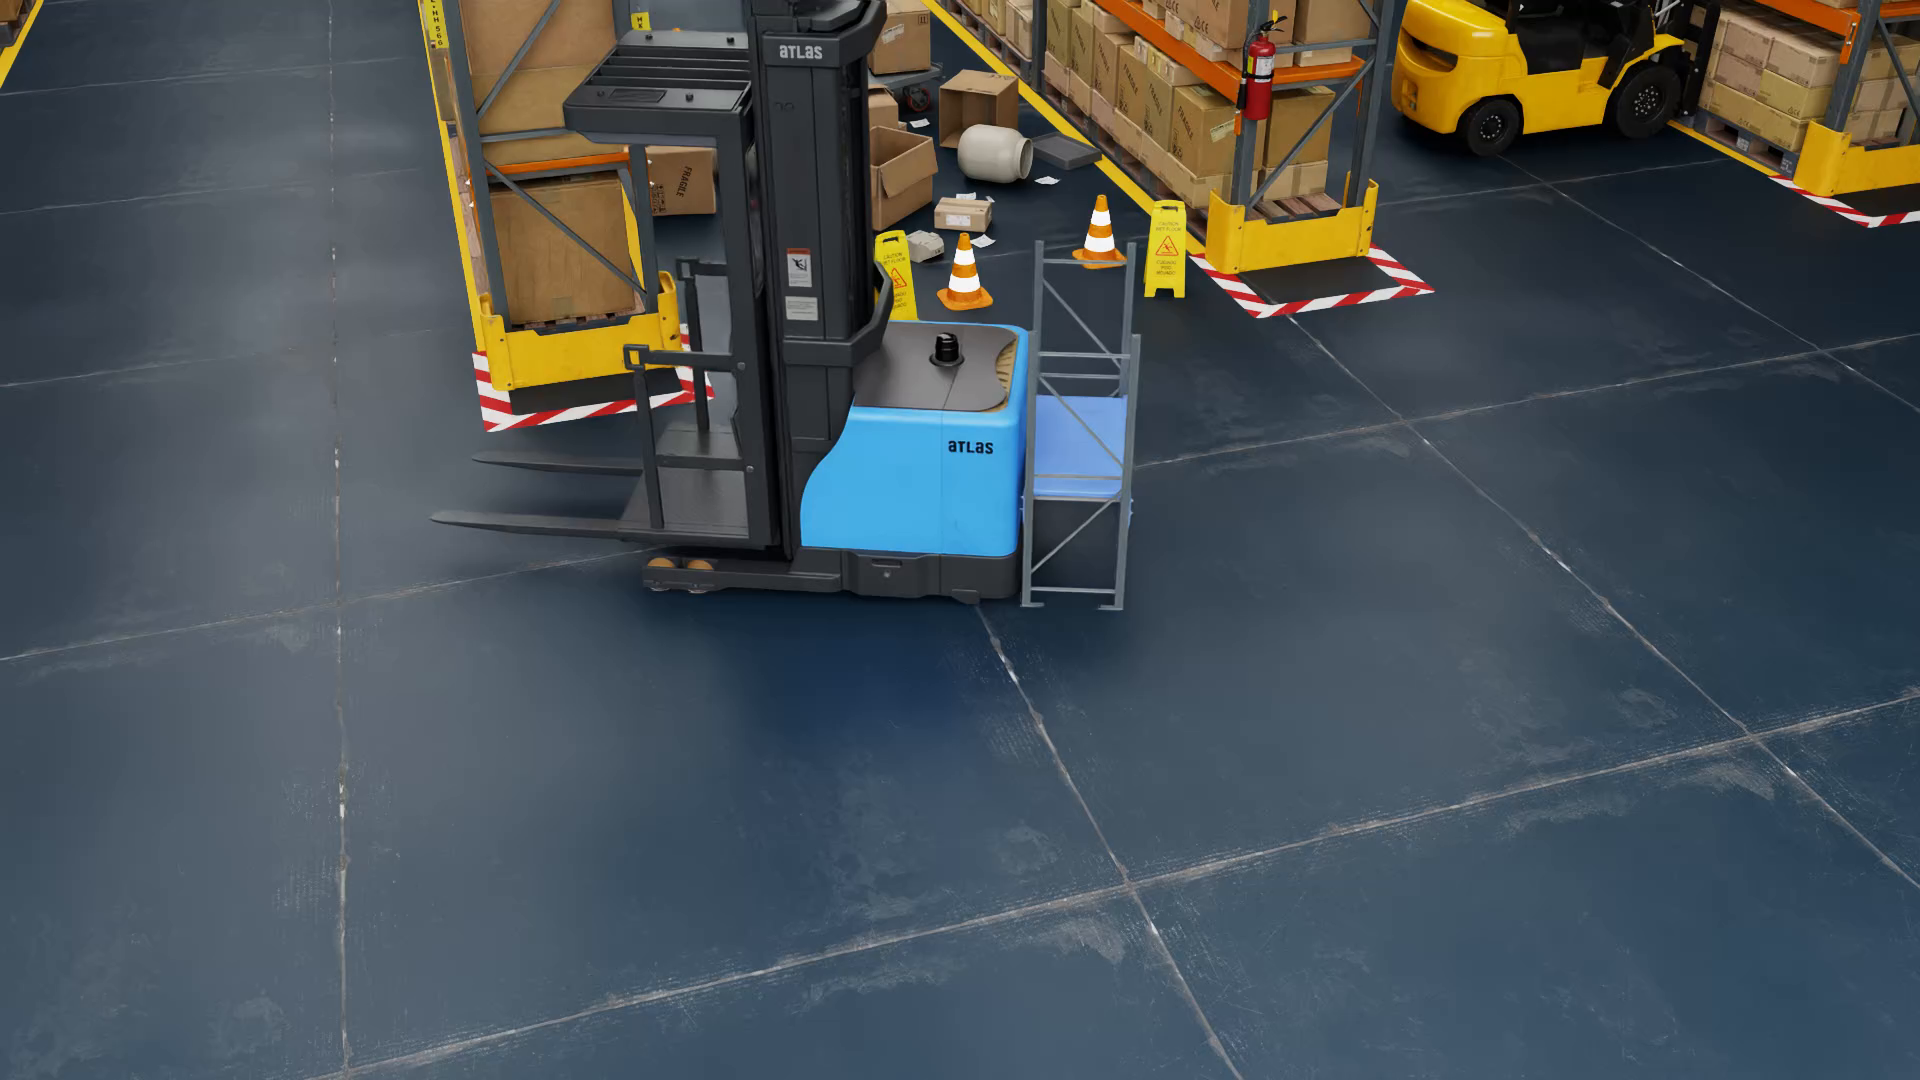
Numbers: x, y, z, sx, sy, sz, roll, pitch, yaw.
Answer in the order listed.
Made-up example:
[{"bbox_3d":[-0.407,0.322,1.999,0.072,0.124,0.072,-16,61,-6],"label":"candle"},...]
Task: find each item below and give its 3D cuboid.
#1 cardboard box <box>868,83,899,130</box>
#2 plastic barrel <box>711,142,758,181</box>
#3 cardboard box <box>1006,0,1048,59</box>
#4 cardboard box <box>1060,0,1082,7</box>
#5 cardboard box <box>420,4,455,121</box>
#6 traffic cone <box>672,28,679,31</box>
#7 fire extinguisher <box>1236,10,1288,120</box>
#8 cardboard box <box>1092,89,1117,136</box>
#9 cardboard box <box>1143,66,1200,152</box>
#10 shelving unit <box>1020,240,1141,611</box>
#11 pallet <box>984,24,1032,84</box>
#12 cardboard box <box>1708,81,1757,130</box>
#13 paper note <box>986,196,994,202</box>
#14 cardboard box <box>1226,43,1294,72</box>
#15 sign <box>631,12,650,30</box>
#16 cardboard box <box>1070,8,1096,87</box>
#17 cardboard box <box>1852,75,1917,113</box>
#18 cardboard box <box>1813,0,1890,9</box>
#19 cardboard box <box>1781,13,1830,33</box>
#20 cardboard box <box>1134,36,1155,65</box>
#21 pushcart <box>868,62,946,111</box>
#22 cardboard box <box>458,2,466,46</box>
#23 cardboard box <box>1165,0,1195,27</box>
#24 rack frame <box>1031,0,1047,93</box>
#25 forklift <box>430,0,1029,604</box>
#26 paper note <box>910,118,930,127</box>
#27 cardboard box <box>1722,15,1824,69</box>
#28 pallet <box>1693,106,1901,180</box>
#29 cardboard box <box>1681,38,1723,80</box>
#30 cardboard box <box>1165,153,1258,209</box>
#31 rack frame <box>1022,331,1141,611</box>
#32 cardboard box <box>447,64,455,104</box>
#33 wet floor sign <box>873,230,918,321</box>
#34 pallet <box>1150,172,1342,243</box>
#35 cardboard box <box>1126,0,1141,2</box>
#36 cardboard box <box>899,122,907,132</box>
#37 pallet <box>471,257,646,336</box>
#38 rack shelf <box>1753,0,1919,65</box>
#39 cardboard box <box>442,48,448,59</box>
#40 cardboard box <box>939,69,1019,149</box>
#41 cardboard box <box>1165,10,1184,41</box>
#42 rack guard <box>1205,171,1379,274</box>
[{"bbox_3d":[-0.894,-3.236,13.067,0.797,0.637,0.503,-10,35,-15],"label":"cardboard box"},{"bbox_3d":[-1.750,-3.037,12.961,0.512,0.421,0.421,13,36,18],"label":"plastic barrel"},{"bbox_3d":[0.964,-4.688,15.127,0.950,0.372,0.625,-10,35,-14],"label":"cardboard box"},{"bbox_3d":[1.030,-4.515,13.707,0.380,0.149,0.250,-10,35,-14],"label":"cardboard box"},{"bbox_3d":[-3.832,-3.996,13.737,1.050,0.750,0.750,-10,35,-15],"label":"cardboard box"},{"bbox_3d":[-2.528,-4.349,14.911,0.336,0.463,0.334,-10,35,-15],"label":"traffic cone"},{"bbox_3d":[1.942,-3.065,10.737,0.296,0.674,0.183,-10,35,-15],"label":"fire extinguisher"},{"bbox_3d":[1.387,-3.451,13.365,0.500,0.250,0.500,-10,35,-15],"label":"cardboard box"},{"bbox_3d":[1.691,-3.225,12.343,0.500,0.500,0.500,-9,34,-13],"label":"cardboard box"},{"bbox_3d":[0.590,-0.573,8.256,0.538,1.500,1.048,2,34,3],"label":"shelving unit"},{"bbox_3d":[0.887,-4.580,15.489,1.003,0.211,1.213,-10,35,-15],"label":"pallet"},{"bbox_3d":[6.485,-3.555,13.523,0.500,0.250,0.500,-10,35,-15],"label":"cardboard box"},{"bbox_3d":[0.228,-2.597,12.671,0.032,0.001,0.123,-10,35,-15],"label":"paper note"},{"bbox_3d":[2.028,-3.290,11.236,0.380,0.149,0.250,-9,34,-13],"label":"cardboard box"},{"bbox_3d":[-1.807,-2.833,9.460,0.100,0.325,0.005,-10,35,-15],"label":"sign"},{"bbox_3d":[1.223,-4.041,13.578,0.500,0.500,0.500,-9,34,-13],"label":"cardboard box"},{"bbox_3d":[7.126,-3.589,13.121,0.500,0.250,0.500,-9,35,-14],"label":"cardboard box"},{"bbox_3d":[6.672,-4.327,12.487,0.500,0.500,0.500,-11,35,-16],"label":"cardboard box"},{"bbox_3d":[6.950,-4.062,13.383,0.500,0.250,0.500,-10,35,-15],"label":"cardboard box"},{"bbox_3d":[1.525,-3.675,12.436,0.380,0.149,0.250,-9,34,-13],"label":"cardboard box"},{"bbox_3d":[-1.030,-3.831,14.205,1.648,0.377,0.936,-23,40,-31],"label":"pushcart"},{"bbox_3d":[-2.669,-3.337,9.963,0.875,0.550,0.550,-10,35,-15],"label":"cardboard box"},{"bbox_3d":[1.770,-3.903,11.574,0.500,0.500,0.500,-10,35,-15],"label":"cardboard box"},{"bbox_3d":[1.126,-5.334,14.102,1.000,3.000,0.127,-10,35,-15],"label":"rack frame"},{"bbox_3d":[-1.174,-1.240,7.968,3.031,2.935,1.130,3,34,5],"label":"forklift"},{"bbox_3d":[-0.337,-3.531,14.065,0.148,0.019,0.142,-10,35,-15],"label":"paper note"},{"bbox_3d":[6.473,-3.973,13.247,0.500,0.250,0.500,-9,35,-14],"label":"cardboard box"},{"bbox_3d":[6.799,-3.302,13.556,1.003,0.211,1.213,-10,35,-15],"label":"pallet"},{"bbox_3d":[6.306,-4.043,13.808,0.500,0.250,0.500,-11,35,-16],"label":"cardboard box"},{"bbox_3d":[1.836,-2.654,12.159,0.500,0.250,0.500,-10,35,-15],"label":"cardboard box"},{"bbox_3d":[0.556,-0.293,7.833,0.500,1.500,0.032,2,34,3],"label":"rack frame"},{"bbox_3d":[-3.154,-2.923,11.999,0.875,0.875,0.875,-10,35,-14],"label":"cardboard box"},{"bbox_3d":[-0.443,-1.684,10.714,0.267,0.644,0.232,-16,37,-23],"label":"wet floor sign"},{"bbox_3d":[2.109,-2.543,12.408,1.003,0.211,1.213,-10,35,-15],"label":"pallet"},{"bbox_3d":[1.401,-4.210,12.628,0.380,0.149,0.250,-10,35,-15],"label":"cardboard box"},{"bbox_3d":[-0.670,-3.405,13.662,0.396,0.266,0.258,19,38,26],"label":"cardboard box"},{"bbox_3d":[-2.656,-1.592,10.968,1.003,0.211,1.213,-10,35,-15],"label":"pallet"},{"bbox_3d":[6.462,-4.821,13.977,1.077,0.370,4.000,-10,35,-15],"label":"rack shelf"},{"bbox_3d":[-3.191,-3.732,11.540,0.875,0.550,0.550,-10,35,-15],"label":"cardboard box"},{"bbox_3d":[0.157,-3.501,13.593,0.500,0.500,0.500,13,36,18],"label":"cardboard box"},{"bbox_3d":[1.680,-3.673,11.815,0.380,0.149,0.250,-9,35,-14],"label":"cardboard box"},{"bbox_3d":[2.323,-2.231,11.673,1.175,0.500,0.348,-10,35,-15],"label":"rack guard"}]
